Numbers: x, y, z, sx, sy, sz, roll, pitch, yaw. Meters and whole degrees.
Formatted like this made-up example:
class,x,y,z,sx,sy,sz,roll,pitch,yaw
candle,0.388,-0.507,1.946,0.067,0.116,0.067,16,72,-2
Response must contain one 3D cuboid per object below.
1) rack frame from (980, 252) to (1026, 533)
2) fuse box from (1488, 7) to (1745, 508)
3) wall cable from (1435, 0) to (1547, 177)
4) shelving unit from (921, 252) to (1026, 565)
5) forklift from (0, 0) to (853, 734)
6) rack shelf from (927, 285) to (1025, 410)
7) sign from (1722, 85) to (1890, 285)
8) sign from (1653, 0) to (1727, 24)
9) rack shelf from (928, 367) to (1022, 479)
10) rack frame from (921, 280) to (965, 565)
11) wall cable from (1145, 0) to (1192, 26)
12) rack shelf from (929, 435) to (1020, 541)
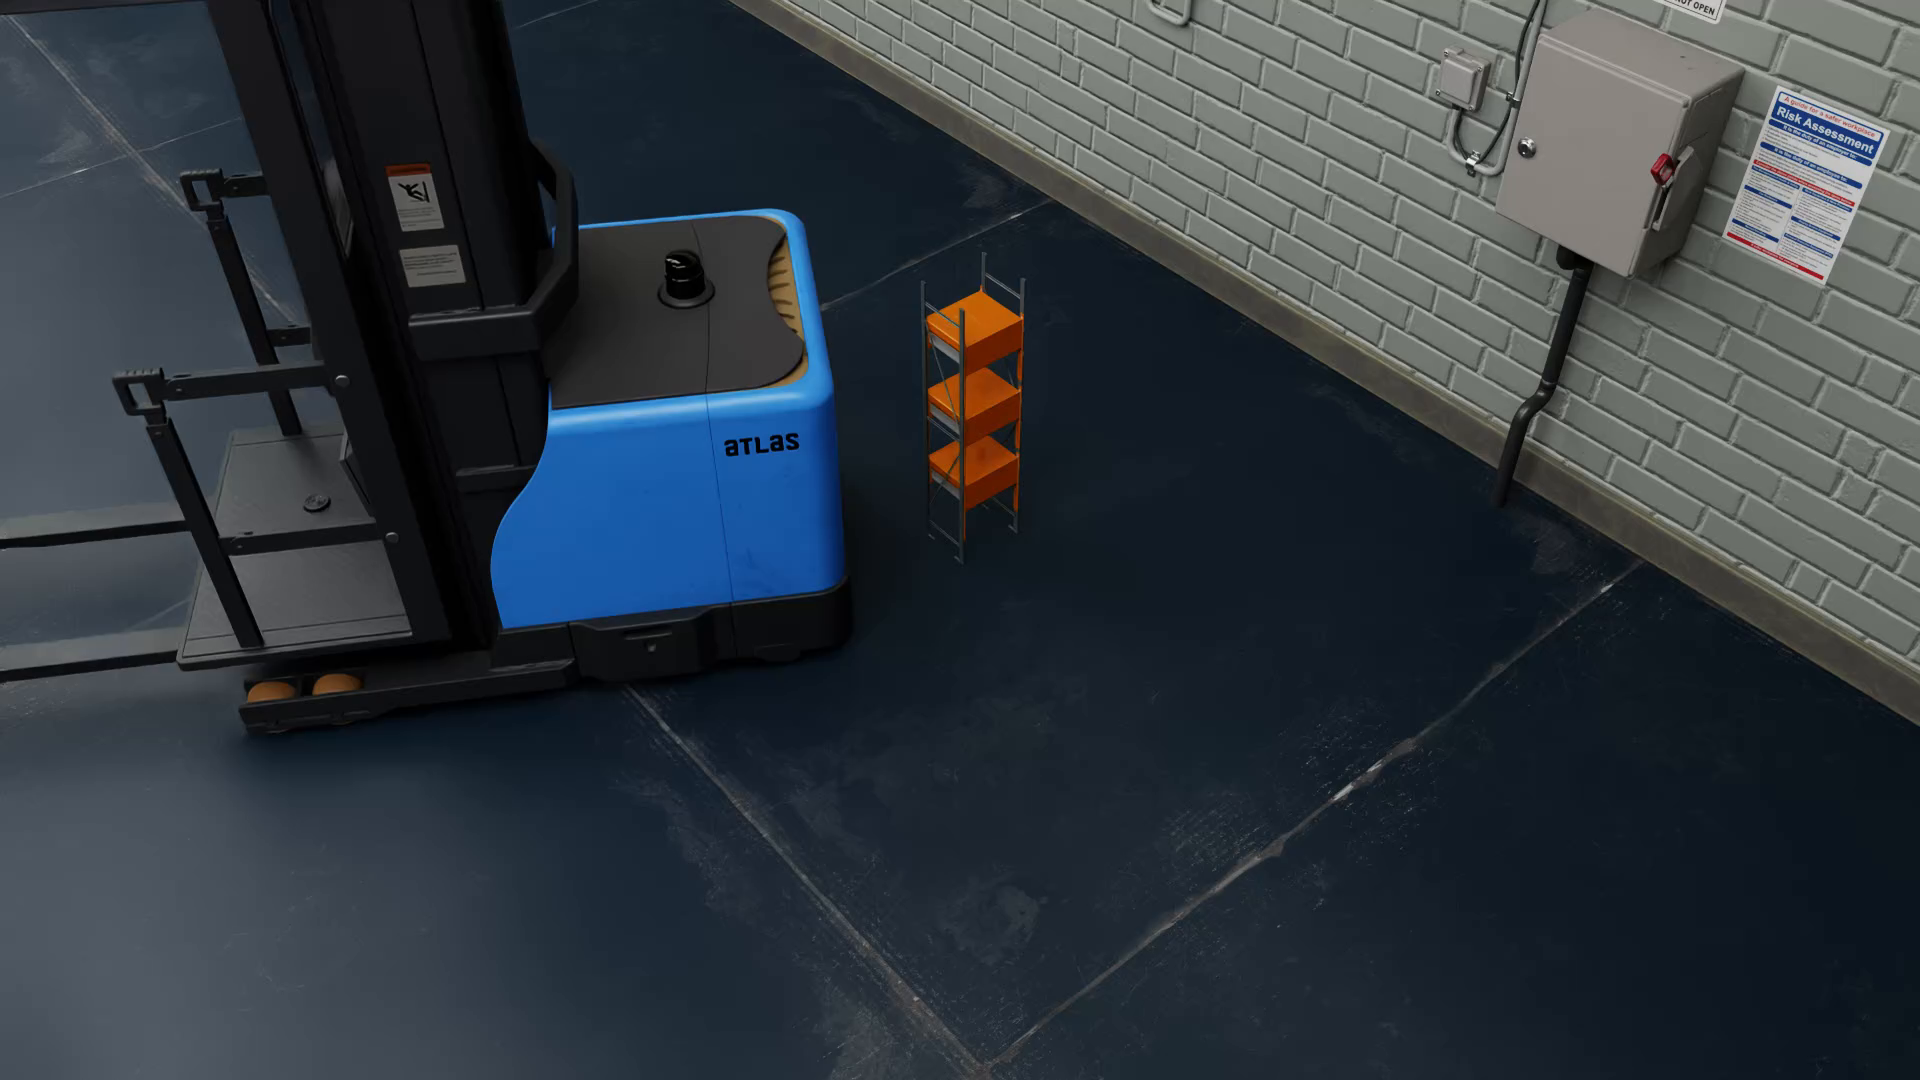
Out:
class,x,y,z,sx,sy,sz,roll,pitch,yaw
rack frame,0.135,-0.460,5.473,0.008,1.050,0.200,-30,51,-28
fuse box,1.897,-0.729,5.277,0.414,1.711,0.539,-30,51,-28
wall cable,1.580,-1.997,4.943,0.122,1.984,0.588,-30,51,-28
shelving unit,0.041,-0.406,5.416,0.252,1.050,0.215,-30,51,-28
forklift,-1.909,-0.867,4.532,3.031,2.935,1.130,-7,44,-7
rack shelf,0.041,-0.605,5.229,0.240,0.259,0.215,-30,51,-28
sign,2.373,-0.996,4.689,0.001,0.494,0.329,-30,51,-28
sign,2.020,-1.620,4.681,0.001,0.242,0.339,-30,51,-28
rack shelf,0.041,-0.398,5.423,0.240,0.259,0.215,-30,51,-28
rack frame,-0.053,-0.353,5.359,0.008,1.050,0.200,-30,51,-28
wall cable,0.661,-2.748,5.720,0.123,1.953,0.585,-30,51,-28
rack shelf,0.041,-0.196,5.613,0.240,0.259,0.215,-30,51,-28
